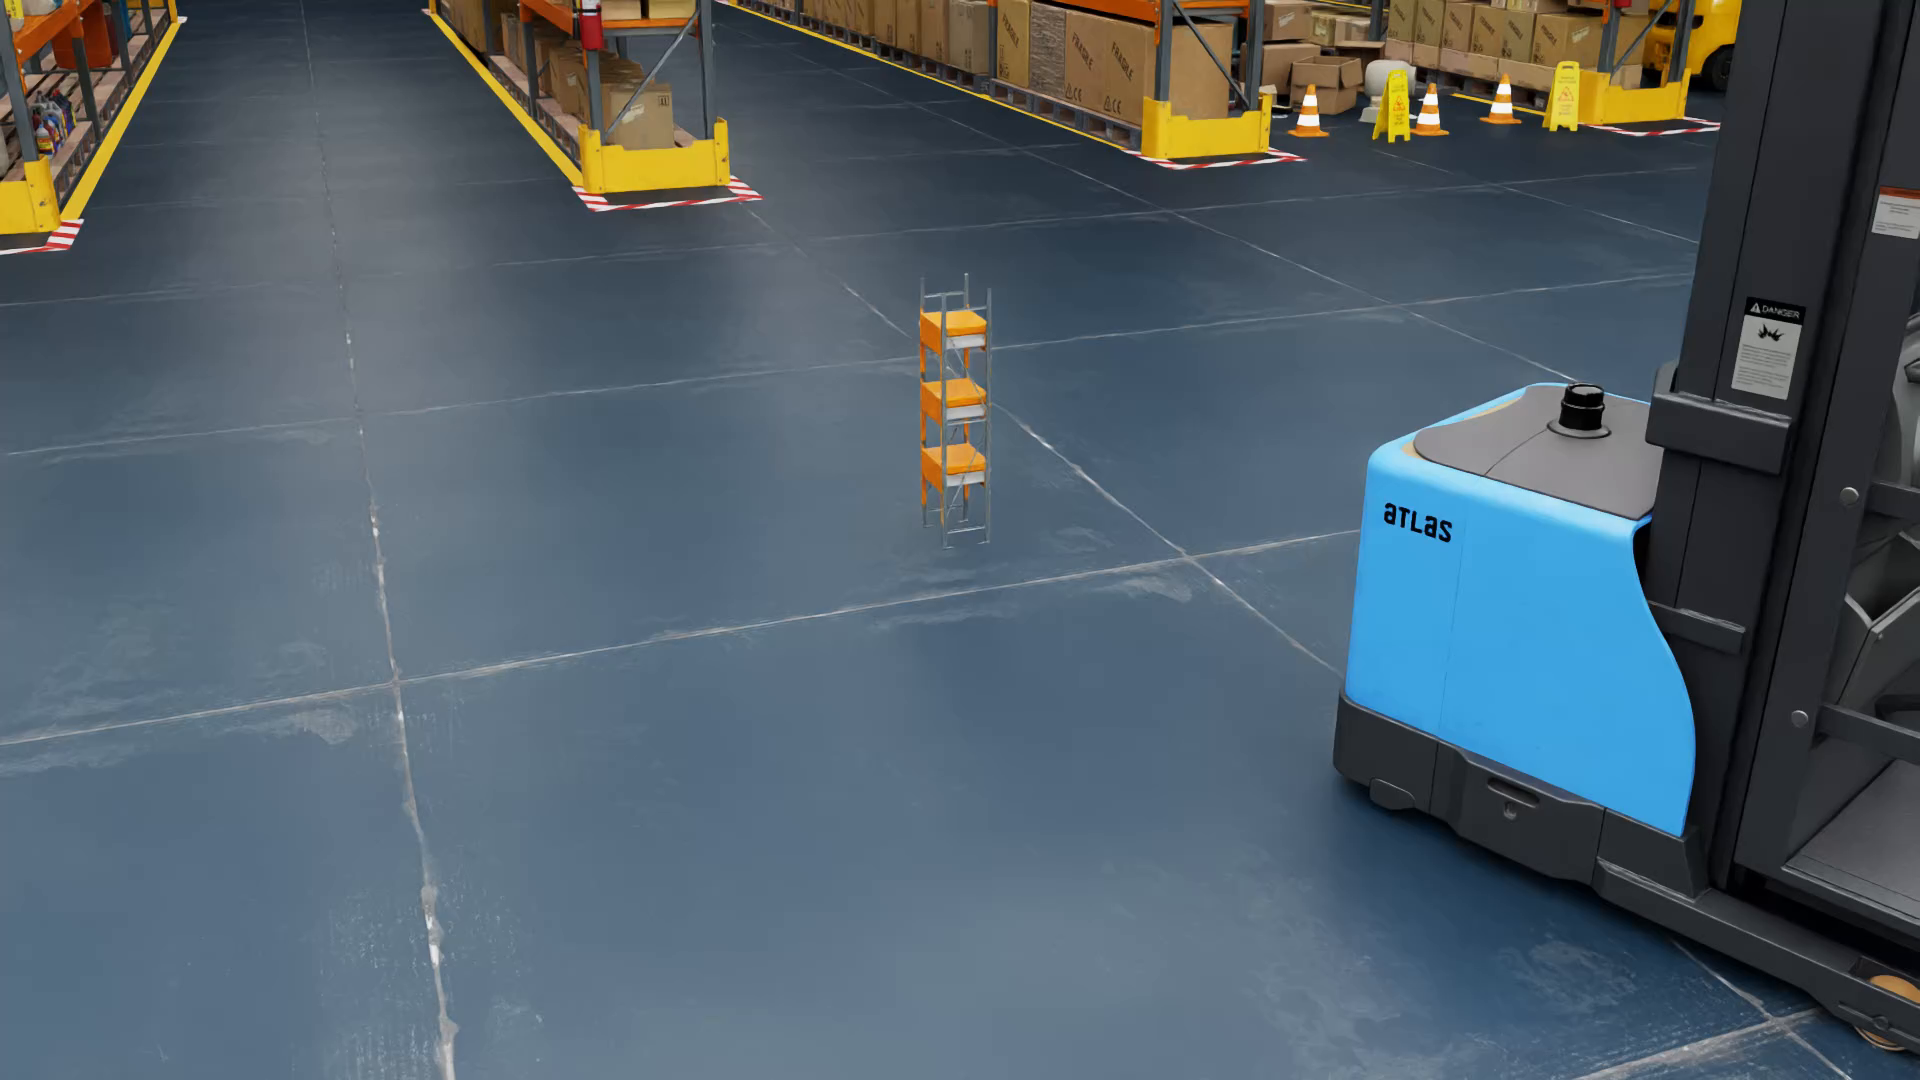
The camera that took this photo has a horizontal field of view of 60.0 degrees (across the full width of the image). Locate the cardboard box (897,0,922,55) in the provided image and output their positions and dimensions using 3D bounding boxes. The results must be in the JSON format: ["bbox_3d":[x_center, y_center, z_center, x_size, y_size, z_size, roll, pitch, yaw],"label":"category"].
[{"bbox_3d":[-0.166,-6.423,20.484,1.050,0.750,0.750,-8,24,-18],"label":"cardboard box"}]

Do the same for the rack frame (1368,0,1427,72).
[{"bbox_3d":[5.399,-7.080,19.685,1.000,3.000,0.127,-8,24,-19],"label":"rack frame"}]

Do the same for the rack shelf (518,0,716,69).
[{"bbox_3d":[-3.166,-4.662,14.875,1.077,0.370,4.000,-8,24,-19],"label":"rack shelf"}]

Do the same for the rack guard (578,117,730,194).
[{"bbox_3d":[-2.486,-3.142,13.562,1.175,0.500,0.348,-8,24,-19],"label":"rack guard"}]

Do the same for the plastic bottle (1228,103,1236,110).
[{"bbox_3d":[2.771,-4.551,17.469,0.283,0.061,0.133,-18,29,-37],"label":"plastic bottle"}]

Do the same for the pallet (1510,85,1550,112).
[{"bbox_3d":[6.531,-4.669,17.556,1.003,0.211,1.213,-8,24,-19],"label":"pallet"}]

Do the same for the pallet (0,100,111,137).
[{"bbox_3d":[-8.820,-4.036,16.053,1.003,0.211,1.213,-8,24,-19],"label":"pallet"}]

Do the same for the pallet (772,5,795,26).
[{"bbox_3d":[-2.293,-8.225,25.993,1.003,0.211,1.213,-8,24,-19],"label":"pallet"}]

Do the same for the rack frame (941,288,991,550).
[{"bbox_3d":[0.024,-0.459,6.487,0.200,1.050,0.008,-8,24,-19],"label":"rack frame"}]

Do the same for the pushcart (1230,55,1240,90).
[{"bbox_3d":[3.284,-5.540,19.409,1.648,0.377,0.936,-18,29,-37],"label":"pushcart"}]

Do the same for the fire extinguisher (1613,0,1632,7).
[{"bbox_3d":[6.421,-5.486,16.003,0.296,0.674,0.183,-8,24,-19],"label":"fire extinguisher"}]

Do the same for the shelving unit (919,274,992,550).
[{"bbox_3d":[-0.019,-0.503,6.592,0.215,1.050,0.252,-8,24,-19],"label":"shelving unit"}]

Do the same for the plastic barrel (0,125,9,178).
[{"bbox_3d":[-7.574,-3.045,12.775,0.421,0.512,0.421,0,23,0],"label":"plastic barrel"}]

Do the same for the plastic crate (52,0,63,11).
[{"bbox_3d":[-7.861,-4.607,14.010,0.499,0.251,0.616,-8,24,-19],"label":"plastic crate"}]

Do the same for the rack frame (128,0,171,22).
[{"bbox_3d":[-12.745,-9.401,25.192,1.000,3.000,0.127,-8,24,-19],"label":"rack frame"}]

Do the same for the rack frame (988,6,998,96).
[{"bbox_3d":[0.804,-6.364,17.987,1.000,3.000,0.127,-8,24,-19],"label":"rack frame"}]

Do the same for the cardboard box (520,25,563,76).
[{"bbox_3d":[-4.418,-5.376,18.295,0.700,0.500,0.500,-11,25,-24],"label":"cardboard box"}]

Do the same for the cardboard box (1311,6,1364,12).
[{"bbox_3d":[4.707,-6.766,21.783,0.950,0.372,0.625,-8,24,-17],"label":"cardboard box"}]

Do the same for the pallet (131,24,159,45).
[{"bbox_3d":[-11.628,-6.924,22.907,1.003,0.211,1.213,-8,24,-19],"label":"pallet"}]

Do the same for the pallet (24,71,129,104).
[{"bbox_3d":[-9.682,-4.922,18.156,1.003,0.211,1.213,-8,24,-19],"label":"pallet"}]

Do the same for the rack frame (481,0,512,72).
[{"bbox_3d":[-5.285,-7.174,19.908,1.000,3.000,0.127,-8,24,-19],"label":"rack frame"}]

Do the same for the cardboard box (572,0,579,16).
[{"bbox_3d":[-2.977,-4.401,13.653,0.380,0.149,0.250,-8,24,-19],"label":"cardboard box"}]

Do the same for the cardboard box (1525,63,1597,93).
[{"bbox_3d":[6.266,-4.818,17.320,0.500,0.250,0.500,-8,24,-19],"label":"cardboard box"}]

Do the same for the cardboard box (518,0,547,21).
[{"bbox_3d":[-4.824,-6.139,19.140,0.500,0.250,0.500,-6,23,-13],"label":"cardboard box"}]

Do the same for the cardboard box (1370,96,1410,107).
[{"bbox_3d":[4.459,-4.512,17.263,0.380,0.149,0.250,4,23,9],"label":"cardboard box"}]

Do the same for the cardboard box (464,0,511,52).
[{"bbox_3d":[-5.510,-6.642,20.841,1.225,0.875,0.875,-10,25,-21],"label":"cardboard box"}]

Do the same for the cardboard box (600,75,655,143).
[{"bbox_3d":[-2.907,-3.750,14.463,0.500,0.500,0.500,-2,23,-5],"label":"cardboard box"}]

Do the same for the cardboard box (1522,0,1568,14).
[{"bbox_3d":[6.092,-5.577,17.318,0.380,0.149,0.250,-8,24,-17],"label":"cardboard box"}]

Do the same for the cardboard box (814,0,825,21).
[{"bbox_3d":[-1.821,-7.815,24.109,0.500,0.500,0.500,-7,24,-17],"label":"cardboard box"}]

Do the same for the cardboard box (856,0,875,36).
[{"bbox_3d":[-1.086,-7.062,22.321,0.500,0.500,0.500,-8,24,-19],"label":"cardboard box"}]

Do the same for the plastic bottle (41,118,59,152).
[{"bbox_3d":[-7.563,-3.359,13.803,0.097,0.271,0.097,0,23,0],"label":"plastic bottle"}]

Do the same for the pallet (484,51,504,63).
[{"bbox_3d":[-5.493,-6.185,21.154,1.003,0.211,1.213,-8,24,-19],"label":"pallet"}]

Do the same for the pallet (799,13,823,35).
[{"bbox_3d":[-1.746,-7.703,24.754,1.003,0.211,1.213,-8,24,-19],"label":"pallet"}]

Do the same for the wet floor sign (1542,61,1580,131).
[{"bbox_3d":[5.878,-4.326,16.182,0.267,0.644,0.232,0,23,-1],"label":"wet floor sign"}]

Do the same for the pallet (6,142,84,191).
[{"bbox_3d":[-7.873,-3.062,13.743,1.003,0.211,1.213,-8,24,-19],"label":"pallet"}]

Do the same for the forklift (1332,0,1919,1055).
[{"bbox_3d":[2.491,-0.325,3.747,1.130,2.935,3.031,-20,30,-39],"label":"forklift"}]

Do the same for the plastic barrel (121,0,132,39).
[{"bbox_3d":[-11.156,-6.974,21.595,0.600,0.901,0.708,-8,24,-19],"label":"plastic barrel"}]

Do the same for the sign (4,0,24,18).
[{"bbox_3d":[-6.577,-3.789,11.520,0.100,0.325,0.005,-8,24,-19],"label":"sign"}]

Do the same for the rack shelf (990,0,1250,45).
[{"bbox_3d":[1.510,-5.306,16.402,1.077,0.370,4.000,-8,24,-19],"label":"rack shelf"}]

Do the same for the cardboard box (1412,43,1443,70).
[{"bbox_3d":[5.554,-5.562,19.085,0.500,0.250,0.500,-7,24,-16],"label":"cardboard box"}]

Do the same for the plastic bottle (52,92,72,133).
[{"bbox_3d":[-7.941,-3.758,14.649,0.144,0.351,0.185,-10,25,-22],"label":"plastic bottle"}]

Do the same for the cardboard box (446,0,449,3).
[{"bbox_3d":[-7.810,-9.073,26.610,0.875,0.875,0.875,-8,24,-19],"label":"cardboard box"}]

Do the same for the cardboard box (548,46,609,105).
[{"bbox_3d":[-3.768,-4.611,16.505,0.500,0.500,0.500,-9,25,-21],"label":"cardboard box"}]

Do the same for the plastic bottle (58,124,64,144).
[{"bbox_3d":[-7.706,-3.473,14.166,0.097,0.201,0.097,0,23,0],"label":"plastic bottle"}]

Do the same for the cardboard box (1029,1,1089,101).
[{"bbox_3d":[1.282,-5.013,16.977,0.875,0.875,0.875,-8,24,-19],"label":"cardboard box"}]

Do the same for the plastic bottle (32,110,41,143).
[{"bbox_3d":[-7.872,-3.536,14.207,0.061,0.283,0.133,-8,24,-19],"label":"plastic bottle"}]

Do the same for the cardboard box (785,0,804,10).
[{"bbox_3d":[-2.480,-8.246,25.583,0.380,0.149,0.250,-8,24,-18],"label":"cardboard box"}]

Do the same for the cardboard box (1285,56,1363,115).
[{"bbox_3d":[3.823,-4.767,17.412,0.637,0.503,0.797,12,26,27],"label":"cardboard box"}]

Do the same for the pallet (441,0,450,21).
[{"bbox_3d":[-7.756,-8.515,26.682,1.003,0.211,1.213,-8,24,-19],"label":"pallet"}]

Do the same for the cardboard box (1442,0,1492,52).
[{"bbox_3d":[5.736,-5.719,18.491,0.500,0.500,0.500,-7,24,-16],"label":"cardboard box"}]

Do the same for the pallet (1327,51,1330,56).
[{"bbox_3d":[4.688,-6.522,21.951,1.003,0.211,1.213,-8,24,-19],"label":"pallet"}]
